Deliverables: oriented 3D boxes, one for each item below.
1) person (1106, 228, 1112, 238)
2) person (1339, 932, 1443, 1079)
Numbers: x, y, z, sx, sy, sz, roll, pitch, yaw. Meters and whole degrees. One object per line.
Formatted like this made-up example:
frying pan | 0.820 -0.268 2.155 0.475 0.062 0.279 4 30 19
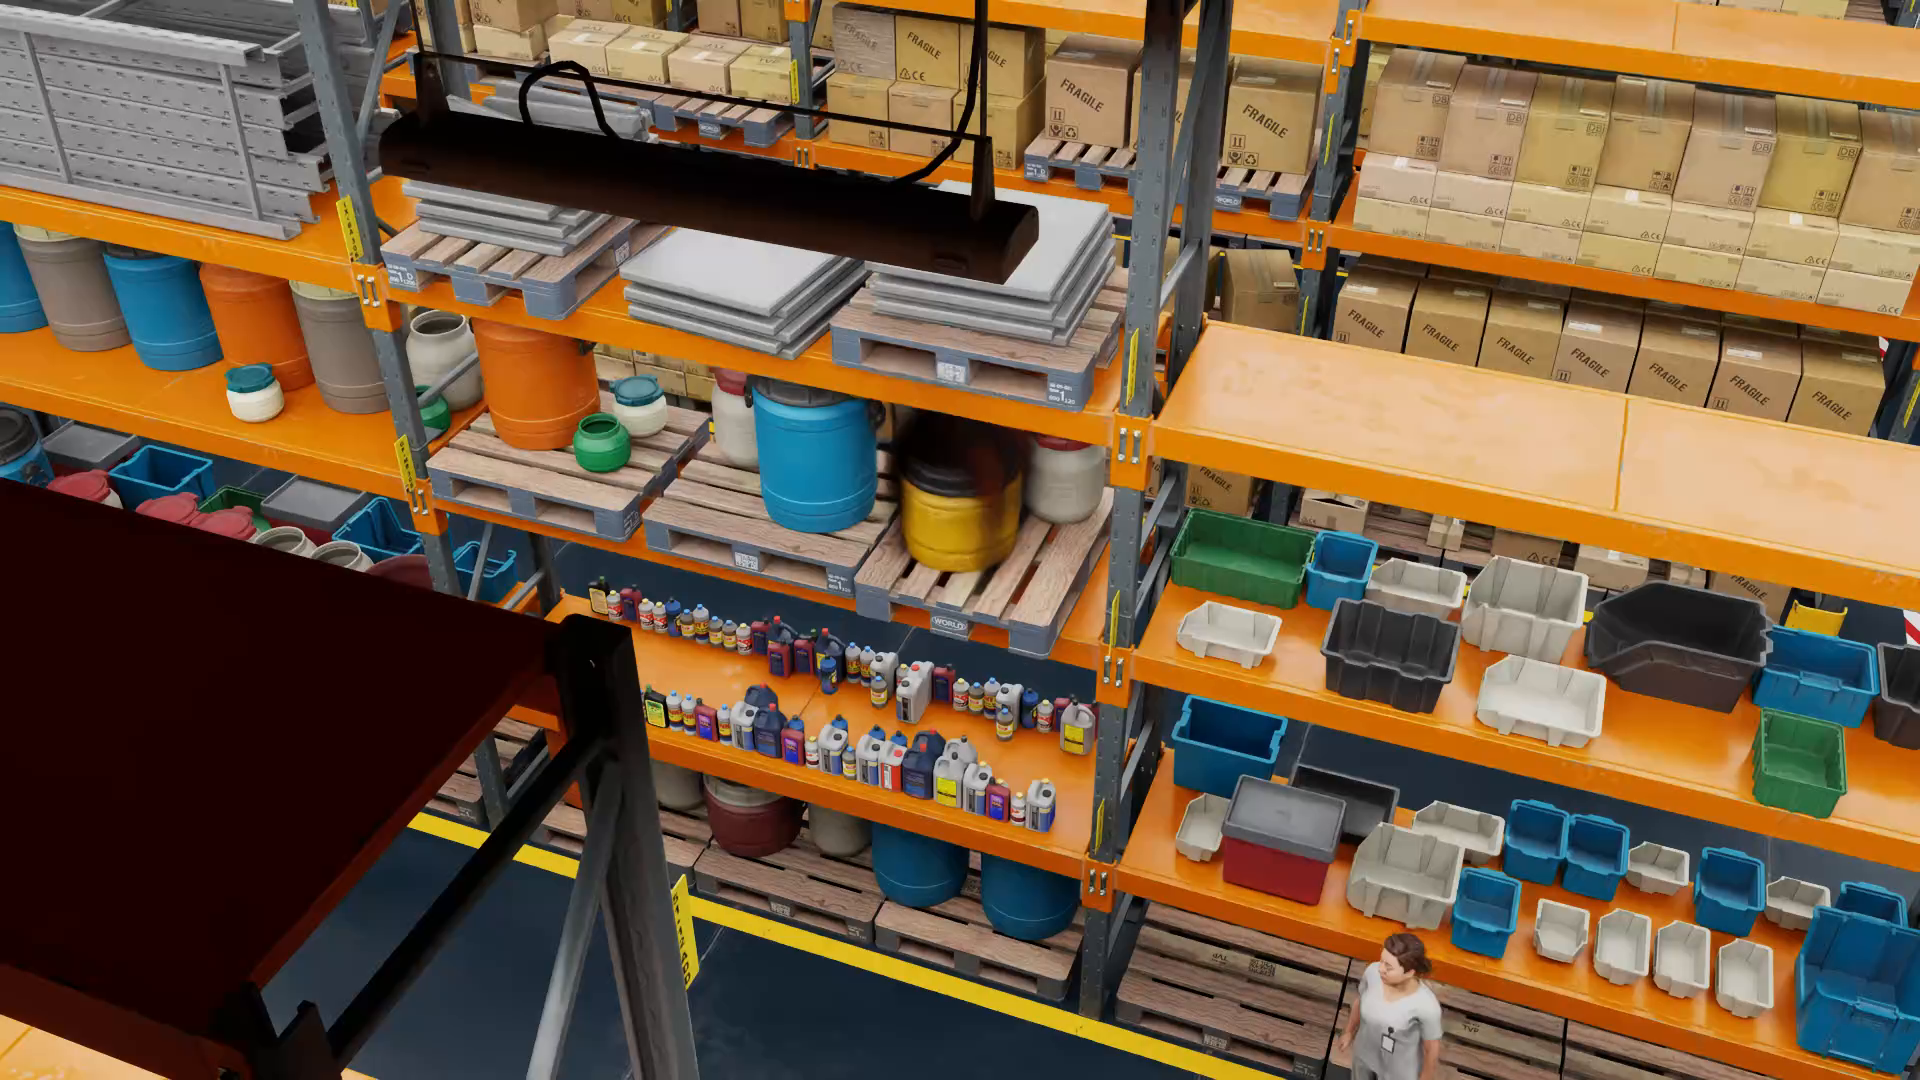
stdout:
person | 1.150 -2.465 15.368 0.598 1.630 0.545 -21 41 -25
person | 2.127 2.554 8.223 0.435 1.673 0.507 -24 43 -29
